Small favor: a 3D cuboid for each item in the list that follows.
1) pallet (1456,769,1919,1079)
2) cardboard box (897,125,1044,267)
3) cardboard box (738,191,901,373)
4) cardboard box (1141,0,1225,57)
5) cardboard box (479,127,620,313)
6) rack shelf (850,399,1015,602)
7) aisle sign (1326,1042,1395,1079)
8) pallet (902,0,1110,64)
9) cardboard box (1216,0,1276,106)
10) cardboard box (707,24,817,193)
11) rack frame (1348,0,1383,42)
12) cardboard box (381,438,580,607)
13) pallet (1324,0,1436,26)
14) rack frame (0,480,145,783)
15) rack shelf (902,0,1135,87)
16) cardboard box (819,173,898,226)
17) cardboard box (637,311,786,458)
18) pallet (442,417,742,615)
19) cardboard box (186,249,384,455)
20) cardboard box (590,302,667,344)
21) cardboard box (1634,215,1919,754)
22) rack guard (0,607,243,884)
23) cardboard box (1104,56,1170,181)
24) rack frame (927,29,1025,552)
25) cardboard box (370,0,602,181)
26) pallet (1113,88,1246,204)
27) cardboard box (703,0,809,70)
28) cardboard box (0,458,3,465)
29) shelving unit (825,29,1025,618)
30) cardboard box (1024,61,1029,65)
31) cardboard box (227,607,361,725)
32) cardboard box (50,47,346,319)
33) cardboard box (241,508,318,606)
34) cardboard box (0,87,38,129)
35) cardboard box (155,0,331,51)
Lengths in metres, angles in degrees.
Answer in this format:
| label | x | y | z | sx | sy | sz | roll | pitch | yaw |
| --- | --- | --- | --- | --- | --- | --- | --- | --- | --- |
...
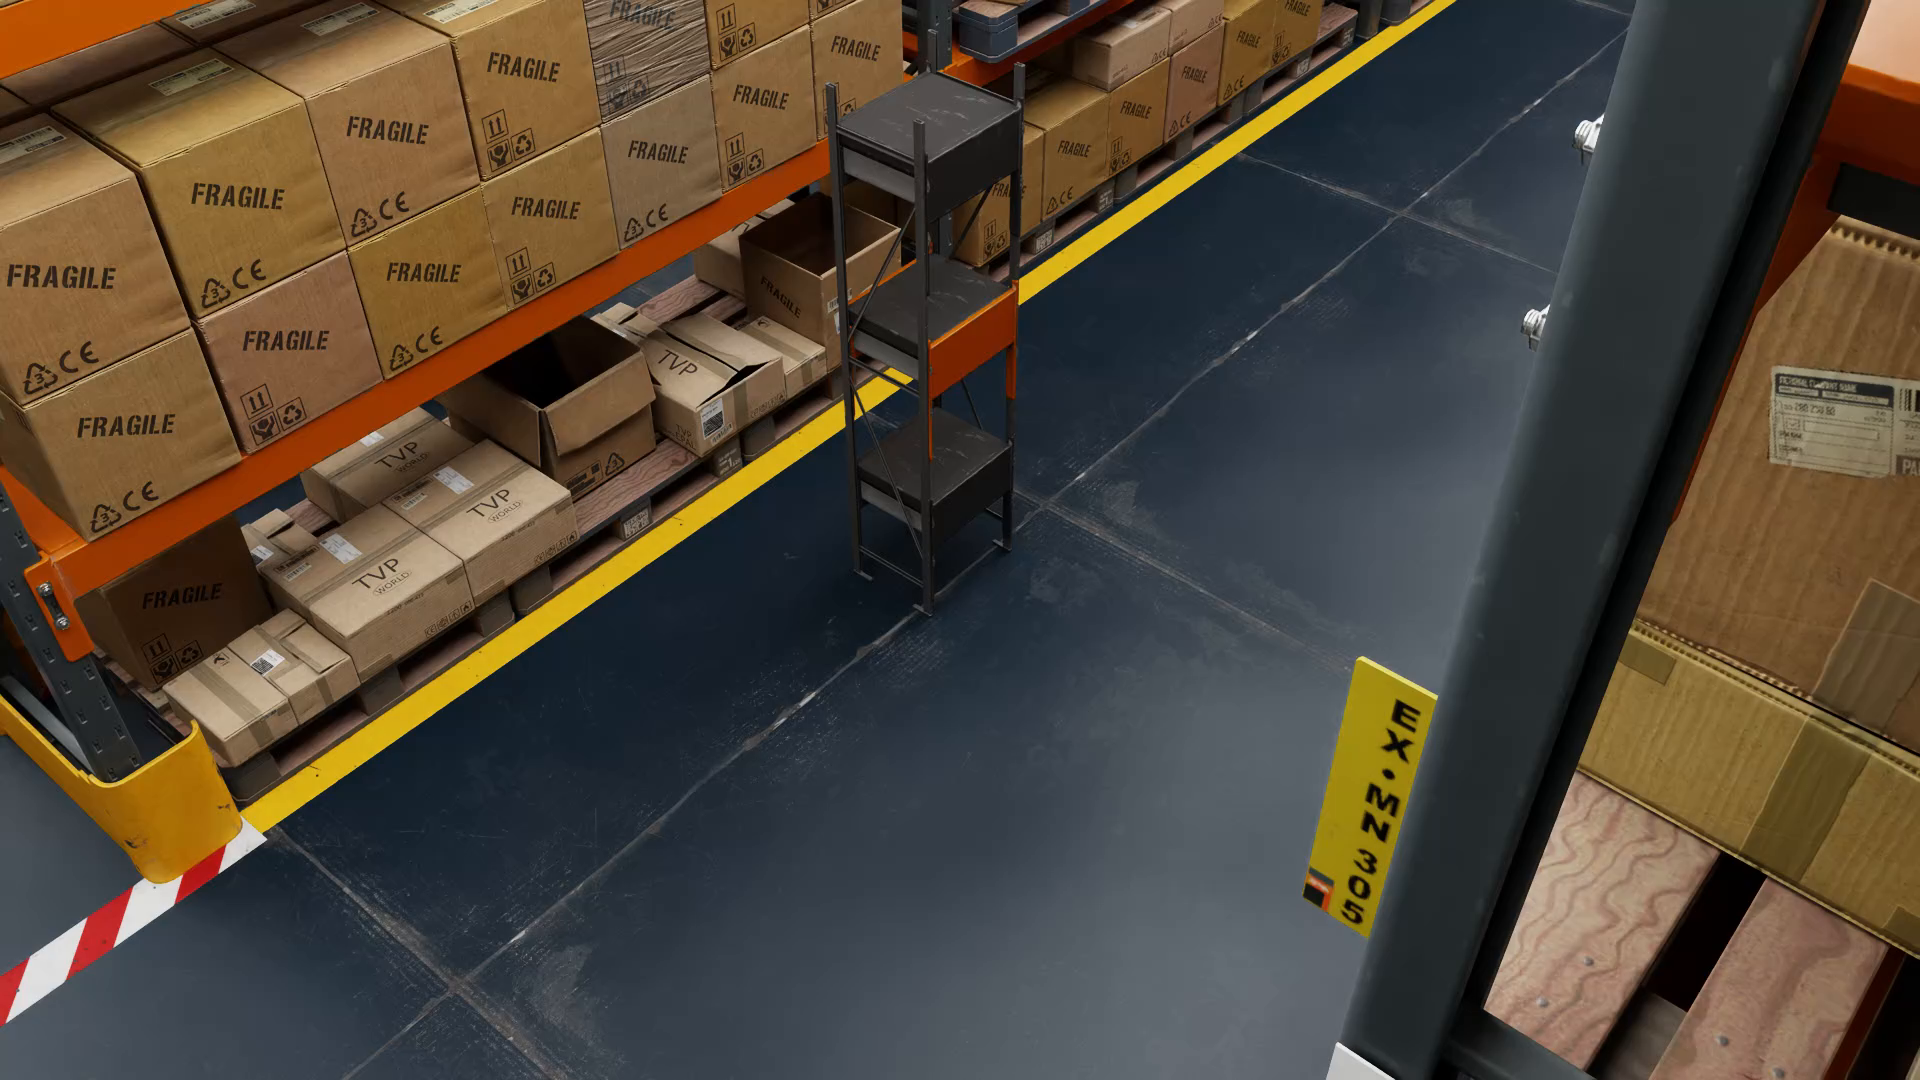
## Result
| label | x | y | z | sx | sy | sz | roll | pitch | yaw |
| --- | --- | --- | --- | --- | --- | --- | --- | --- | --- |
| pallet | 1.237 | 0.423 | 1.892 | 1.003 | 0.211 | 1.213 | 29 | 50 | 28 |
| cardboard box | 0.045 | -1.698 | 7.919 | 0.500 | 0.500 | 0.500 | 27 | 49 | 27 |
| cardboard box | -0.602 | -1.138 | 7.303 | 0.500 | 0.500 | 0.500 | 29 | 50 | 28 |
| cardboard box | 1.011 | -2.749 | 8.517 | 0.500 | 0.250 | 0.500 | 29 | 49 | 28 |
| cardboard box | -1.563 | -1.190 | 5.754 | 0.500 | 0.500 | 0.500 | 30 | 50 | 29 |
| rack shelf | -0.107 | -0.164 | 6.430 | 0.431 | 0.518 | 0.480 | 29 | 50 | 28 |
| aisle sign | 0.491 | 0.832 | 1.673 | 0.394 | 0.787 | 0.004 | 29 | 50 | 28 |
| pallet | 0.145 | -2.609 | 7.533 | 1.003 | 0.211 | 1.213 | 29 | 50 | 28 |
| cardboard box | 1.366 | -2.764 | 9.091 | 0.500 | 0.500 | 0.500 | 28 | 49 | 27 |
| cardboard box | -0.909 | -1.719 | 6.336 | 0.500 | 0.500 | 0.500 | 31 | 51 | 29 |
| rack frame | 2.122 | -4.376 | 9.333 | 1.000 | 3.000 | 0.127 | 29 | 50 | 28 |
| cardboard box | -1.816 | -0.074 | 6.319 | 0.500 | 0.250 | 0.500 | 29 | 50 | 28 |
| pallet | 2.681 | -3.751 | 10.719 | 1.003 | 0.211 | 1.213 | 29 | 50 | 28 |
| rack frame | -3.027 | -0.257 | 4.803 | 1.000 | 3.000 | 0.127 | 29 | 50 | 28 |
| rack shelf | 0.835 | -3.080 | 8.442 | 1.077 | 0.370 | 4.000 | 29 | 50 | 28 |
| cardboard box | -0.354 | -1.932 | 8.177 | 0.500 | 0.500 | 0.500 | 29 | 50 | 28 |
| cardboard box | -1.085 | -0.682 | 6.942 | 0.500 | 0.311 | 0.500 | 29 | 50 | 28 |
| pallet | -1.680 | -0.300 | 6.923 | 1.003 | 0.211 | 1.213 | 29 | 50 | 28 |
| cardboard box | -2.211 | -0.676 | 5.189 | 0.500 | 0.500 | 0.500 | 29 | 50 | 28 |
| cardboard box | -1.437 | -0.859 | 7.244 | 0.380 | 0.166 | 0.250 | 29 | 50 | 28 |
| cardboard box | 1.029 | -0.133 | 1.604 | 0.500 | 0.500 | 0.500 | 29 | 50 | 28 |
| rack guard | -2.978 | 0.629 | 5.686 | 1.175 | 0.500 | 0.348 | 29 | 50 | 28 |
| cardboard box | 0.707 | -2.231 | 8.505 | 0.500 | 0.500 | 0.500 | 30 | 50 | 29 |
| rack frame | 0.050 | -0.817 | 6.088 | 0.400 | 2.100 | 0.015 | 29 | 50 | 28 |
| cardboard box | -1.557 | -1.568 | 5.427 | 0.500 | 0.500 | 0.500 | 29 | 50 | 28 |
| pallet | 0.827 | -2.351 | 9.178 | 1.003 | 0.211 | 1.213 | 29 | 50 | 28 |
| cardboard box | -0.907 | -2.086 | 5.997 | 0.500 | 0.500 | 0.500 | 29 | 49 | 28 |
| cardboard box | -2.947 | -0.642 | 5.152 | 0.500 | 0.500 | 0.500 | 31 | 51 | 30 |
| shelving unit | -0.107 | -0.692 | 5.950 | 0.431 | 2.100 | 0.503 | 29 | 50 | 28 |
| cardboard box | 0.293 | -2.441 | 8.736 | 0.500 | 0.500 | 0.500 | 30 | 50 | 29 |
| cardboard box | -2.333 | 0.433 | 5.823 | 0.380 | 0.166 | 0.250 | 29 | 50 | 28 |
| cardboard box | -2.209 | -1.050 | 4.858 | 0.500 | 0.500 | 0.500 | 30 | 50 | 29 |
| cardboard box | -2.536 | 0.073 | 6.219 | 0.380 | 0.166 | 0.250 | 29 | 50 | 28 |
| cardboard box | -2.951 | -1.012 | 4.815 | 0.500 | 0.500 | 0.500 | 29 | 50 | 28 |
| cardboard box | -2.296 | -1.541 | 5.398 | 0.500 | 0.500 | 0.500 | 31 | 51 | 29 |
